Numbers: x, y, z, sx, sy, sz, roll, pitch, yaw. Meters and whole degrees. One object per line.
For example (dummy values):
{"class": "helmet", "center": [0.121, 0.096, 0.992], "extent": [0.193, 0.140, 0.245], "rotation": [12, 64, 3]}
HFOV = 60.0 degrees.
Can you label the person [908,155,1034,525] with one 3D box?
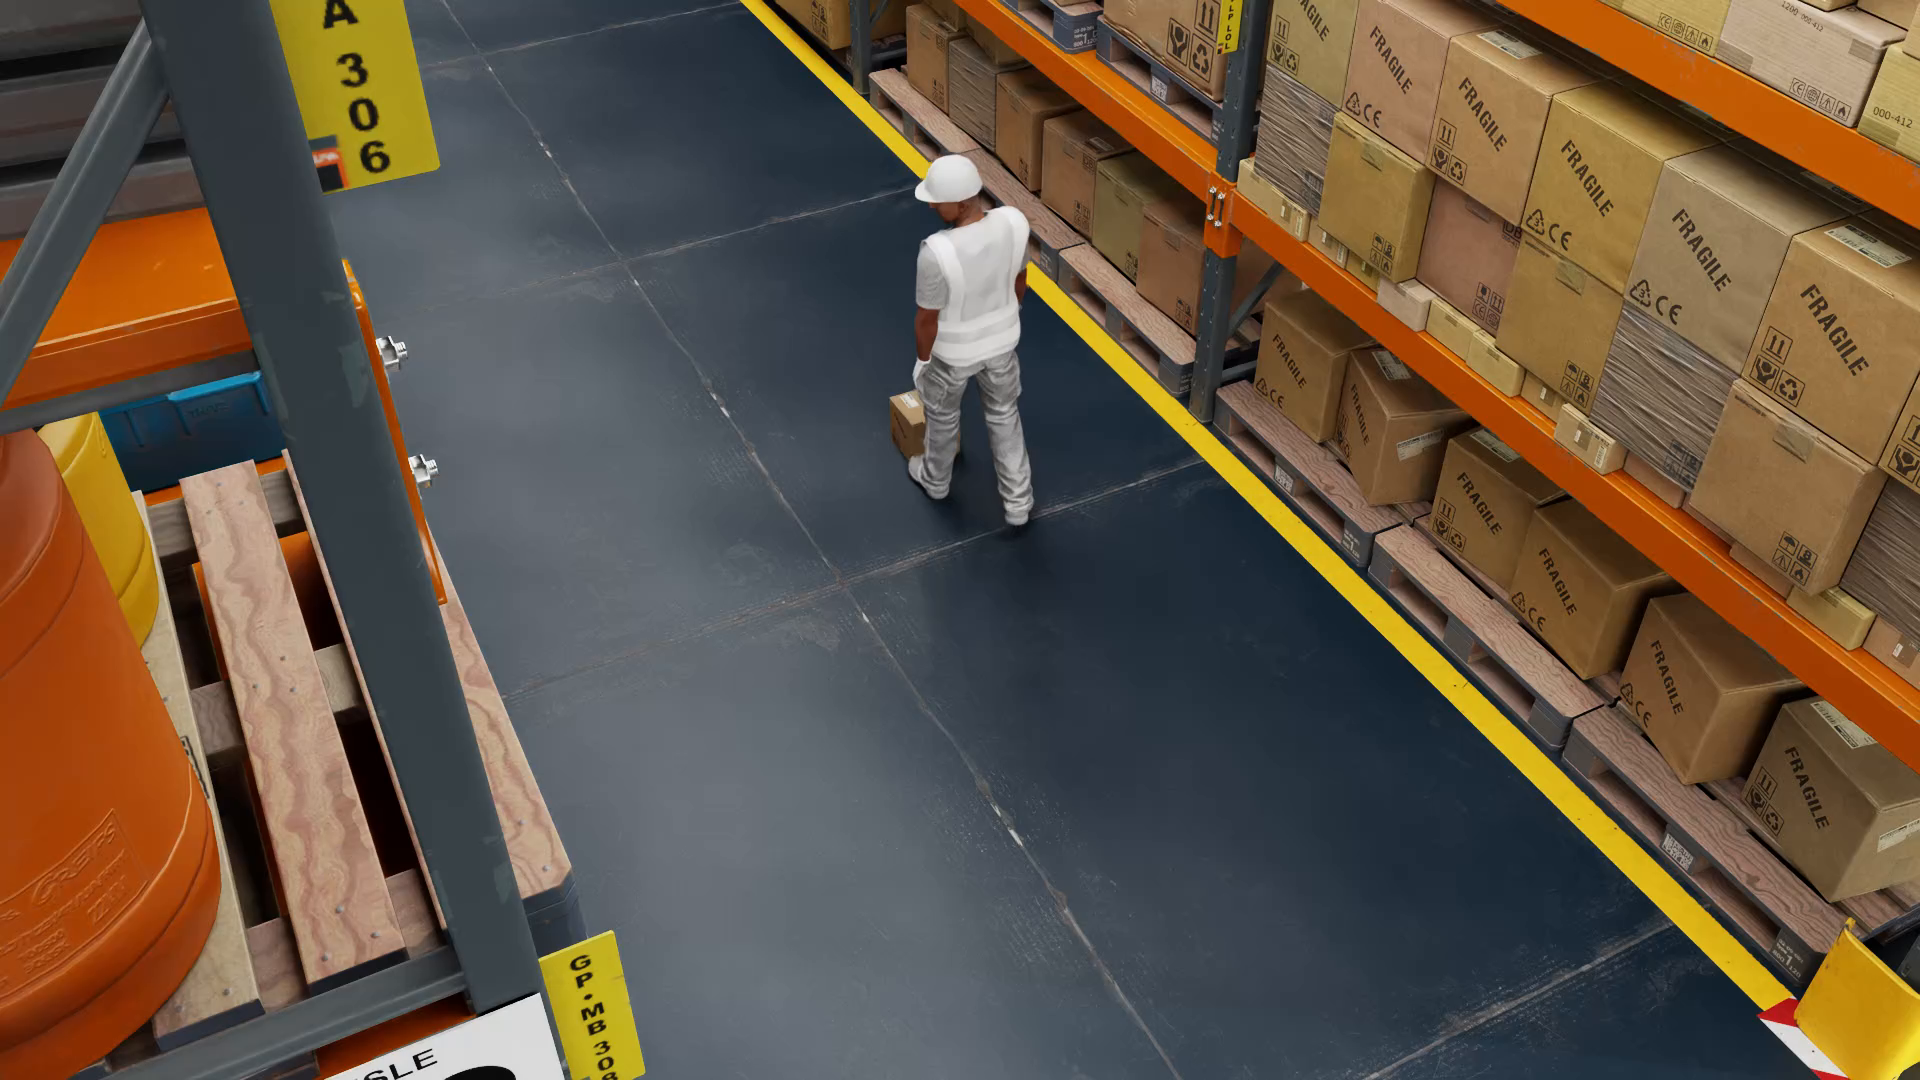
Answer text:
{"class": "person", "center": [0.029, -0.863, 7.132], "extent": [0.582, 1.783, 0.709], "rotation": [-19, 44, -20]}
